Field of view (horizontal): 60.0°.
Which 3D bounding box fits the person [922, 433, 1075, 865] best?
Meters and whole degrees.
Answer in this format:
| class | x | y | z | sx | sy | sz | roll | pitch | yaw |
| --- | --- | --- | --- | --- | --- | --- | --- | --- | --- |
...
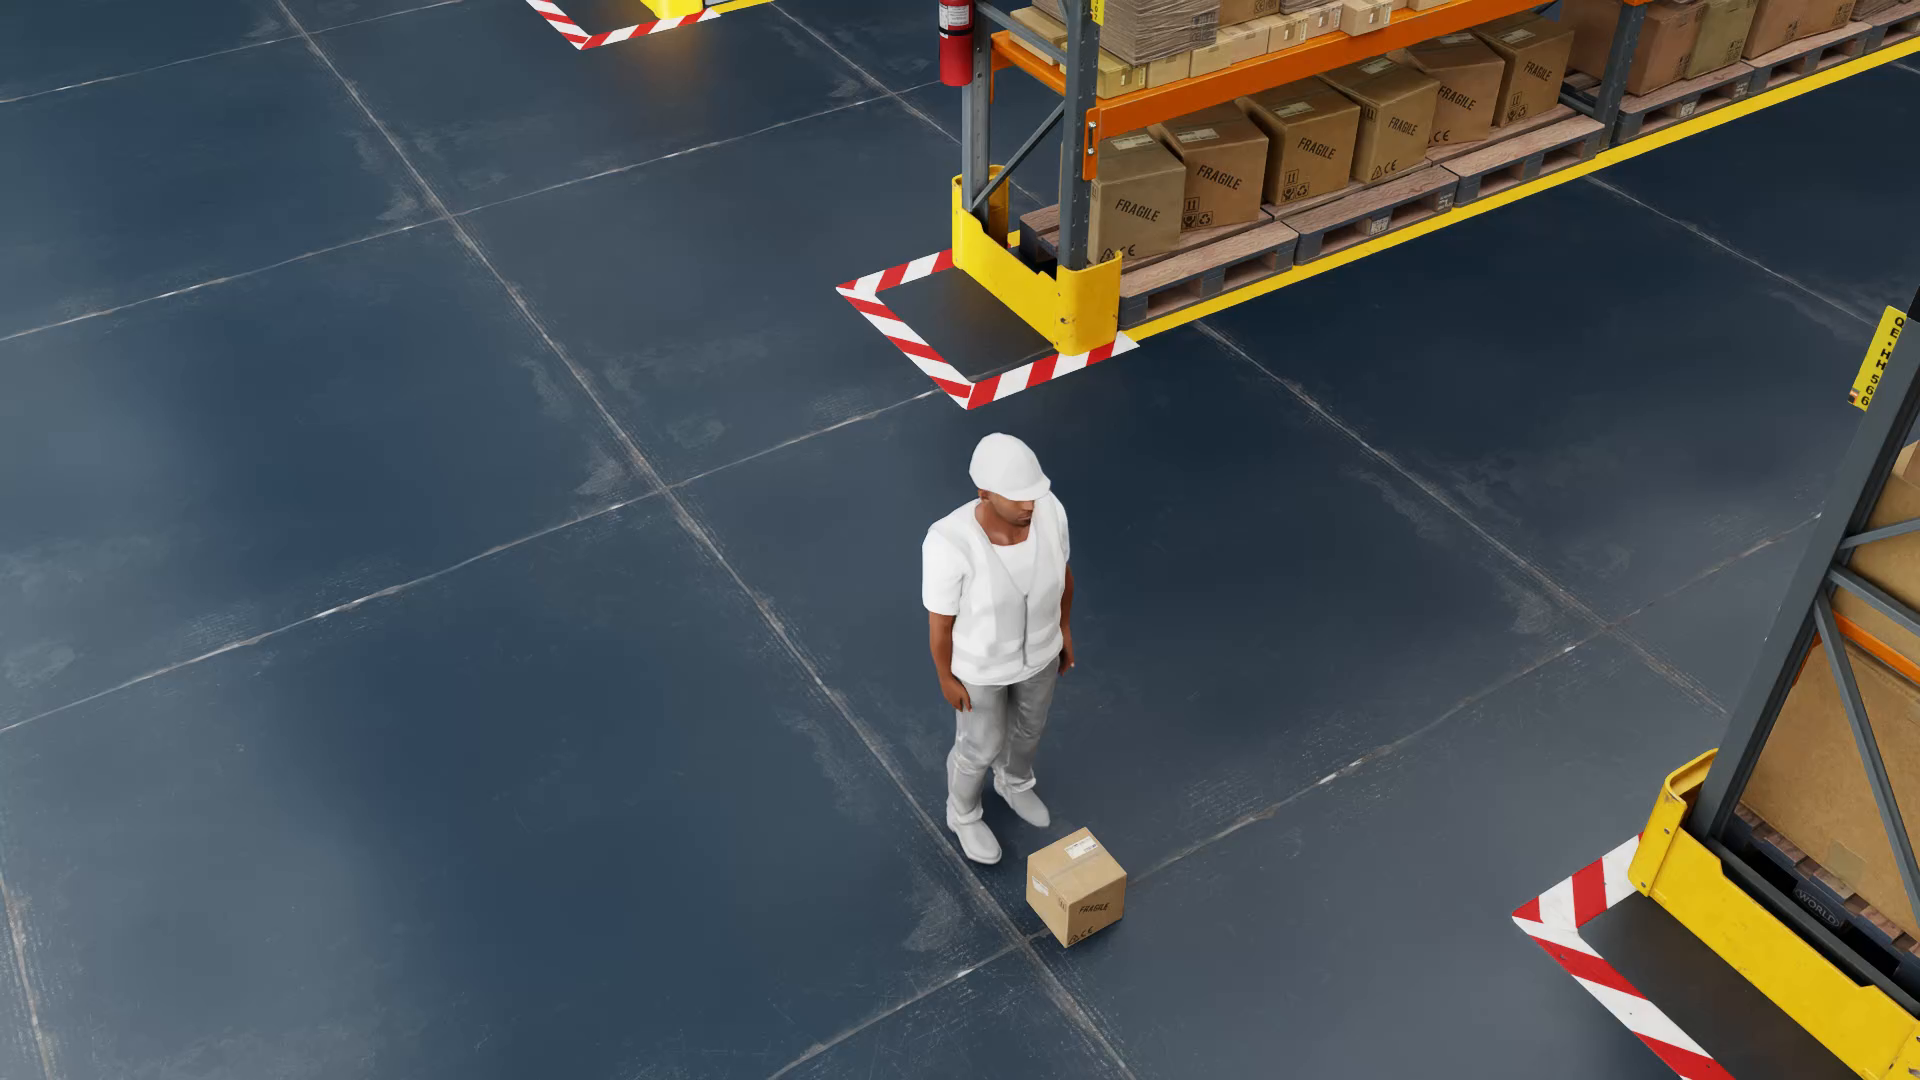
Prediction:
| class | x | y | z | sx | sy | sz | roll | pitch | yaw |
| --- | --- | --- | --- | --- | --- | --- | --- | --- | --- |
| person | 0.156 | 0.396 | 5.704 | 0.562 | 1.794 | 0.372 | -21 | 45 | -23 |
